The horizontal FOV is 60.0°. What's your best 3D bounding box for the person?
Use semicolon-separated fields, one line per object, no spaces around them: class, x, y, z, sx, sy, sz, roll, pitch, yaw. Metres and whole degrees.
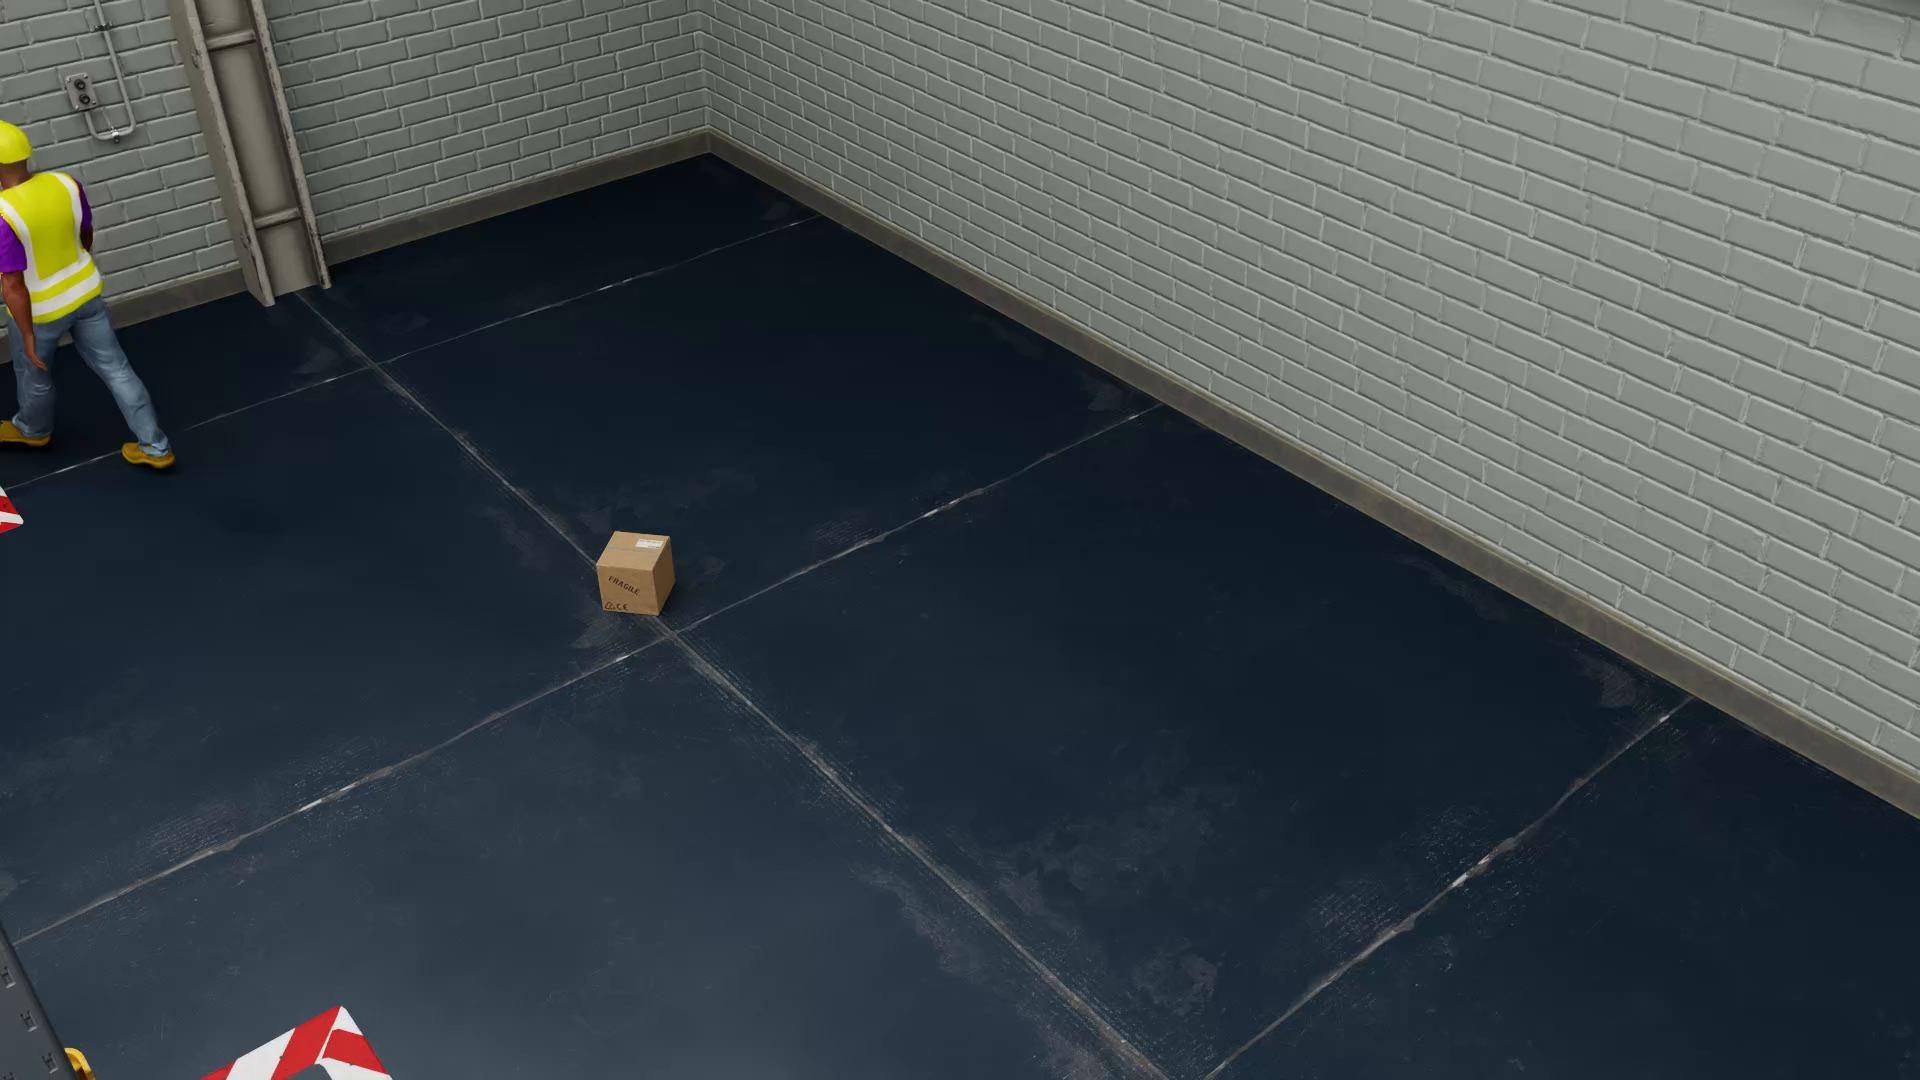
person;-4.267;-1.157;7.710;1.009;1.707;0.597;19;40;24
